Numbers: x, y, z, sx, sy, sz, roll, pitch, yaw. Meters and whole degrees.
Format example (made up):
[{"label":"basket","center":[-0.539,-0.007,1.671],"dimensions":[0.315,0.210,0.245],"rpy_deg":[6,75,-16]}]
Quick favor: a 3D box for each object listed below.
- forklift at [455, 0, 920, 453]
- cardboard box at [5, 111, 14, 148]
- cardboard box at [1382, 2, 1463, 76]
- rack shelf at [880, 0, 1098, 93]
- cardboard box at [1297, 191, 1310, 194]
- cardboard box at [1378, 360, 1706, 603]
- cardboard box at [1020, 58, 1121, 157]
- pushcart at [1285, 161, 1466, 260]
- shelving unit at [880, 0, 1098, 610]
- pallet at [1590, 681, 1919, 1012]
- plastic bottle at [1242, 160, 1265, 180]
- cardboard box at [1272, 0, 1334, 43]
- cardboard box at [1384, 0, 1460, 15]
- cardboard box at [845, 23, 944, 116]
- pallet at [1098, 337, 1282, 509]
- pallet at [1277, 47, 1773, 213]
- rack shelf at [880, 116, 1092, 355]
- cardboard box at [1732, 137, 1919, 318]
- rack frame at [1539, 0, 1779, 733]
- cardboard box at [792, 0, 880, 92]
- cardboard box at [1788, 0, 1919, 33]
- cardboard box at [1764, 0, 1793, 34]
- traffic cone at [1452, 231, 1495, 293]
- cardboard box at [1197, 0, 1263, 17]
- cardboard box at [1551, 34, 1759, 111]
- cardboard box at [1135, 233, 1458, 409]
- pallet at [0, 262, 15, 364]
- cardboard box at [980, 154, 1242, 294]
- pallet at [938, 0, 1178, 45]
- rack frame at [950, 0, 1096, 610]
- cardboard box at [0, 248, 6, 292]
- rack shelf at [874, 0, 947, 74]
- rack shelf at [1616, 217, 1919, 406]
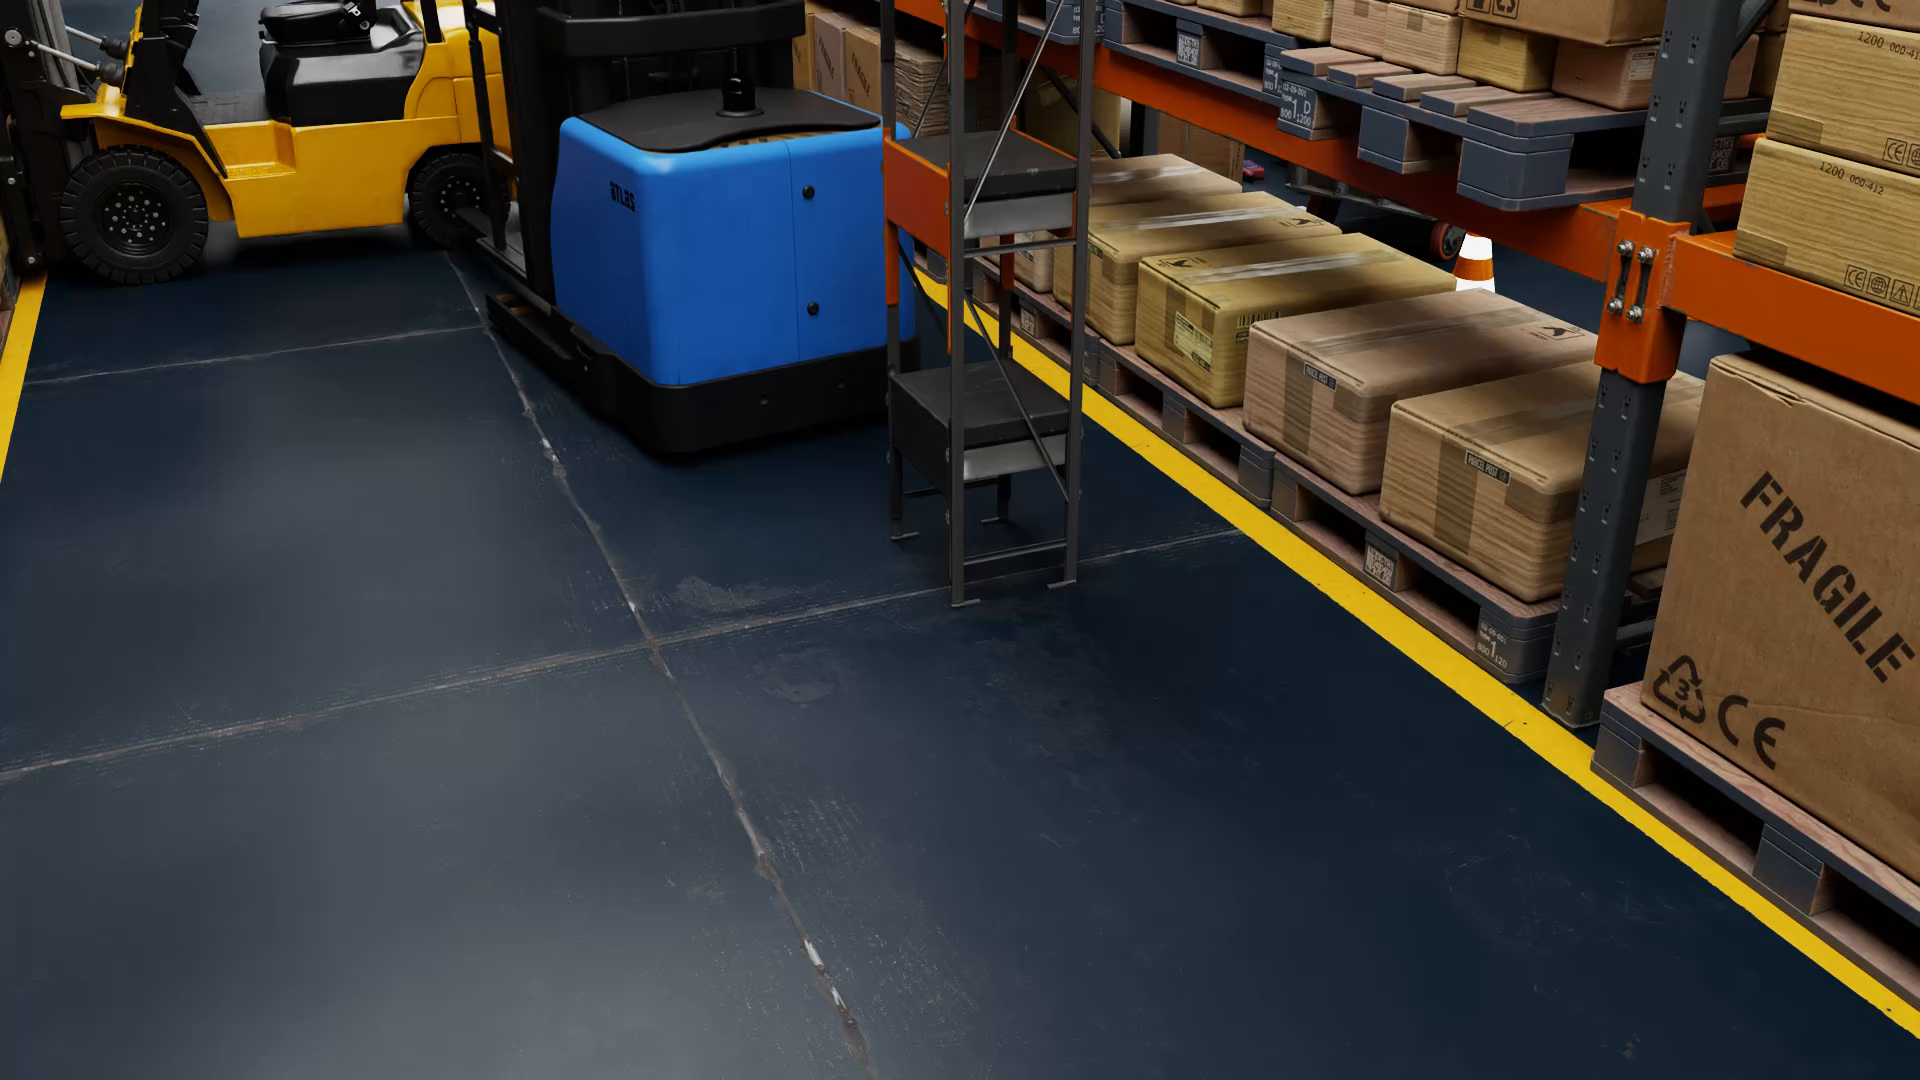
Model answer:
[{"label":"forklift","center":[-1.348,-2.219,6.454],"dimensions":[1.130,2.935,3.031],"rpy_deg":[-15,30,-28]},{"label":"cardboard box","center":[-4.815,-1.967,7.946],"dimensions":[0.500,0.250,0.500],"rpy_deg":[-11,28,-22]},{"label":"cardboard box","center":[1.341,-1.324,4.350],"dimensions":[0.380,0.149,0.250],"rpy_deg":[-11,28,-21]},{"label":"rack shelf","center":[0.065,-1.493,4.351],"dimensions":[0.431,0.518,0.480],"rpy_deg":[-11,28,-21]},{"label":"cardboard box","center":[2.087,-2.050,9.147],"dimensions":[0.396,0.266,0.258],"rpy_deg":[13,29,24]},{"label":"cardboard box","center":[1.785,-0.204,4.766],"dimensions":[0.950,0.372,0.625],"rpy_deg":[-13,29,-24]},{"label":"cardboard box","center":[0.448,-2.156,8.047],"dimensions":[0.500,0.500,0.500],"rpy_deg":[-9,27,-18]},{"label":"pushcart","center":[2.509,-1.815,8.537],"dimensions":[1.648,0.377,0.936],"rpy_deg":[-22,34,-38]},{"label":"shelving unit","center":[0.065,-0.877,4.652],"dimensions":[0.431,2.100,0.503],"rpy_deg":[-11,28,-21]},{"label":"pallet","center":[2.237,0.618,3.744],"dimensions":[1.003,0.211,1.213],"rpy_deg":[-11,28,-21]},{"label":"plastic bottle","center":[1.651,-2.104,9.489],"dimensions":[0.133,0.061,0.283],"rpy_deg":[-6,27,-12]},{"label":"cardboard box","center":[1.129,-1.536,4.784],"dimensions":[0.380,0.149,0.250],"rpy_deg":[-10,28,-20]},{"label":"cardboard box","center":[1.351,-1.676,4.333],"dimensions":[0.500,0.500,0.500],"rpy_deg":[-11,28,-21]},{"label":"cardboard box","center":[-0.249,-2.269,8.279],"dimensions":[0.500,0.500,0.500],"rpy_deg":[-10,28,-20]},{"label":"pallet","center":[1.219,-0.521,6.076],"dimensions":[1.003,0.211,1.213],"rpy_deg":[-11,28,-21]},{"label":"pallet","center":[1.620,-1.150,4.404],"dimensions":[1.213,0.211,1.003],"rpy_deg":[-11,28,-21]},{"label":"rack shelf","center":[0.065,-0.864,4.658],"dimensions":[0.431,0.518,0.480],"rpy_deg":[-11,28,-21]},{"label":"cardboard box","center":[1.957,-0.658,3.350],"dimensions":[0.500,0.250,0.500],"rpy_deg":[-11,28,-21]},{"label":"rack frame","center":[1.997,-0.966,3.810],"dimensions":[1.000,3.000,0.127],"rpy_deg":[-11,28,-21]},{"label":"cardboard box","center":[-0.667,-2.689,9.140],"dimensions":[0.500,0.500,0.500],"rpy_deg":[-10,28,-20]},{"label":"cardboard box","center":[1.965,-1.219,3.075],"dimensions":[0.500,0.500,0.500],"rpy_deg":[-12,28,-22]},{"label":"cardboard box","center":[2.034,-1.555,4.085],"dimensions":[0.500,0.500,0.500],"rpy_deg":[-11,28,-22]},{"label":"traffic cone","center":[2.204,-1.181,7.142],"dimensions":[0.336,0.463,0.334],"rpy_deg":[-11,28,-21]},{"label":"cardboard box","center":[0.973,-1.746,5.215],"dimensions":[0.380,0.149,0.250],"rpy_deg":[-12,28,-22]},{"label":"cardboard box","center":[1.652,-1.134,3.962],"dimensions":[0.380,0.149,0.250],"rpy_deg":[-10,28,-19]},{"label":"cardboard box","center":[1.197,-0.808,6.002],"dimensions":[0.950,0.372,0.625],"rpy_deg":[-10,28,-19]},{"label":"pallet","center":[-4.408,-0.802,6.652],"dimensions":[1.003,0.211,1.213],"rpy_deg":[-11,28,-21]},{"label":"cardboard box","center":[0.638,-1.378,7.169],"dimensions":[0.950,0.372,0.625],"rpy_deg":[-10,28,-20]},{"label":"pallet","center":[0.596,-2.161,6.477],"dimensions":[1.003,0.211,1.213],"rpy_deg":[-11,28,-21]},{"label":"rack frame","center":[0.160,-0.778,4.451],"dimensions":[0.400,2.100,0.015],"rpy_deg":[-11,28,-21]},{"label":"cardboard box","center":[-4.233,-1.134,6.810],"dimensions":[0.500,0.250,0.500],"rpy_deg":[-11,28,-22]},{"label":"rack shelf","center":[-0.353,-3.065,8.929],"dimensions":[1.077,0.370,4.000],"rpy_deg":[-11,28,-21]},{"label":"rack shelf","center":[2.780,0.164,2.315],"dimensions":[1.077,0.370,4.000],"rpy_deg":[-11,28,-21]}]
